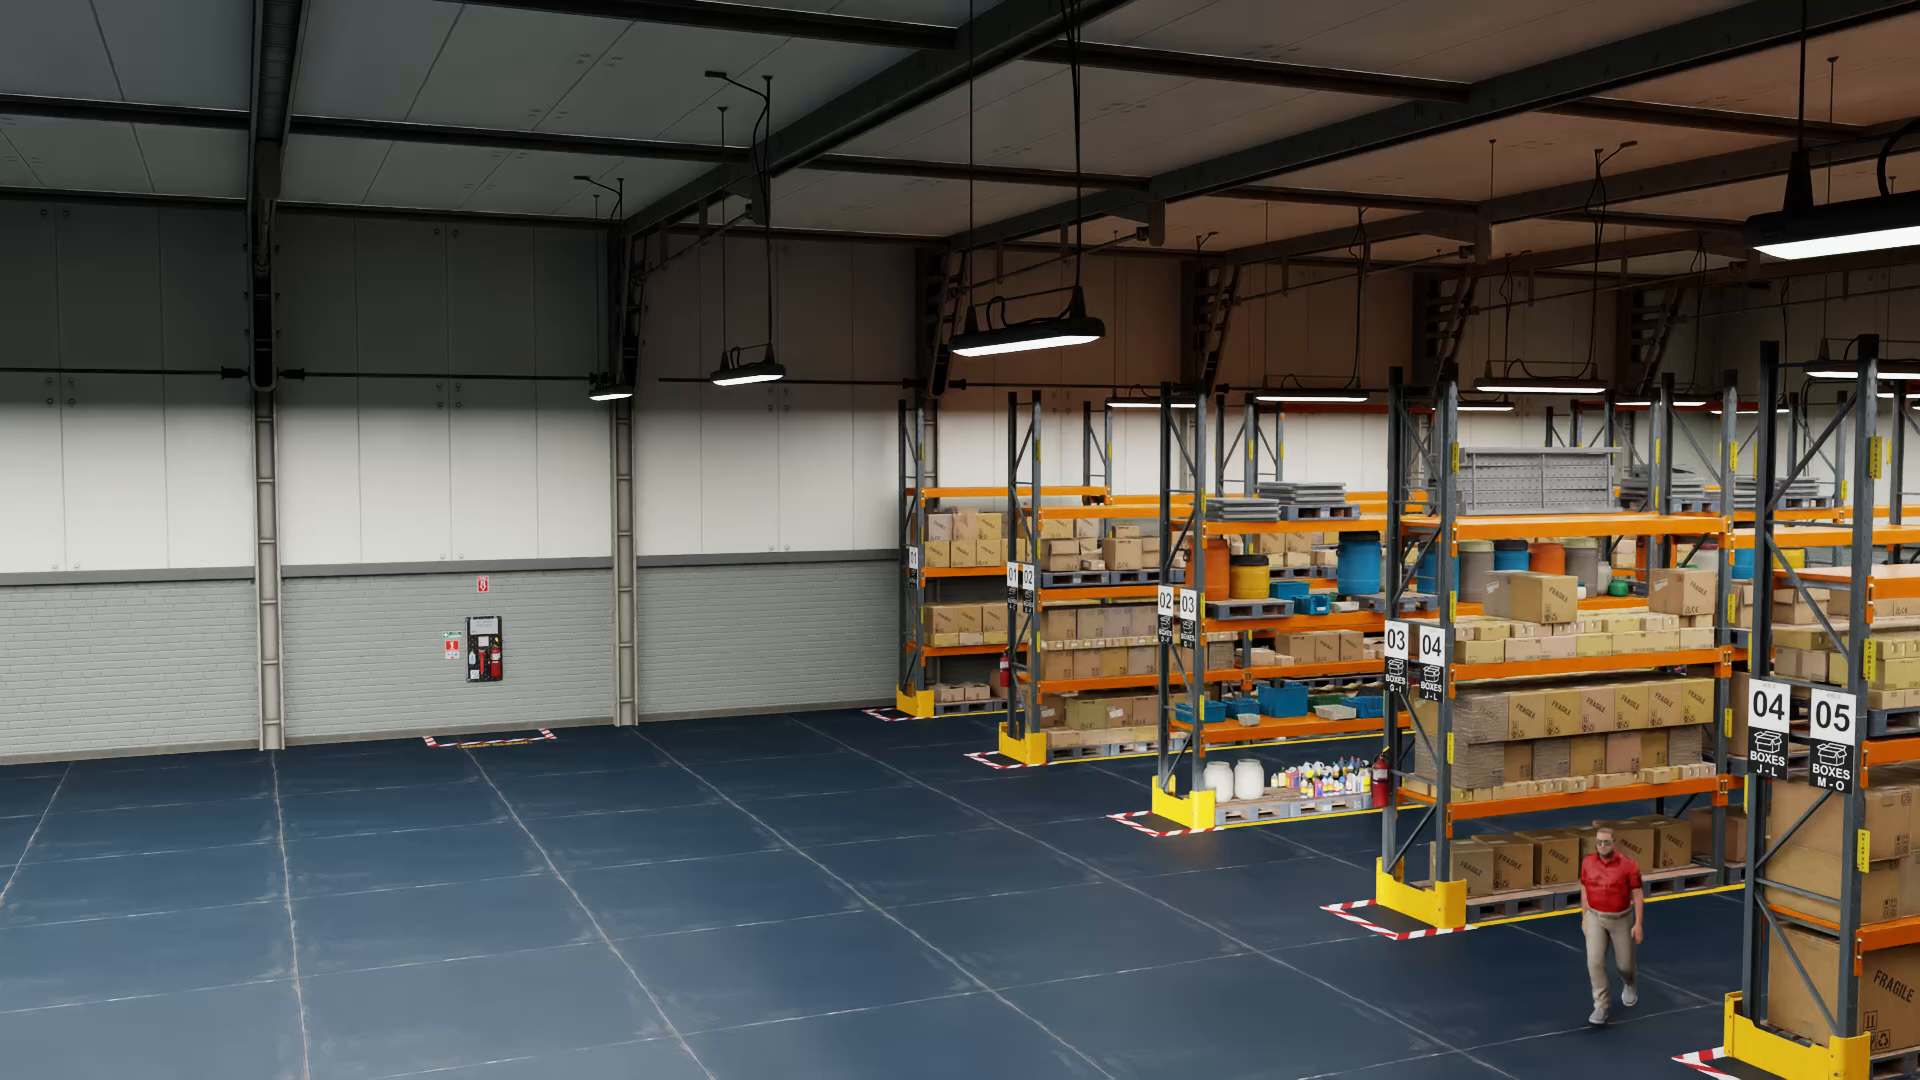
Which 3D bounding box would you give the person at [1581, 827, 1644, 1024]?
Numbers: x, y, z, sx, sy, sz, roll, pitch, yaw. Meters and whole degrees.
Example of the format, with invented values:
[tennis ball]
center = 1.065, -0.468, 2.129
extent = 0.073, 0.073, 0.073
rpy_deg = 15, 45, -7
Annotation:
[person]
center = 5.879, 3.425, 14.970
extent = 0.571, 1.706, 0.809
rpy_deg = 2, 4, 36
